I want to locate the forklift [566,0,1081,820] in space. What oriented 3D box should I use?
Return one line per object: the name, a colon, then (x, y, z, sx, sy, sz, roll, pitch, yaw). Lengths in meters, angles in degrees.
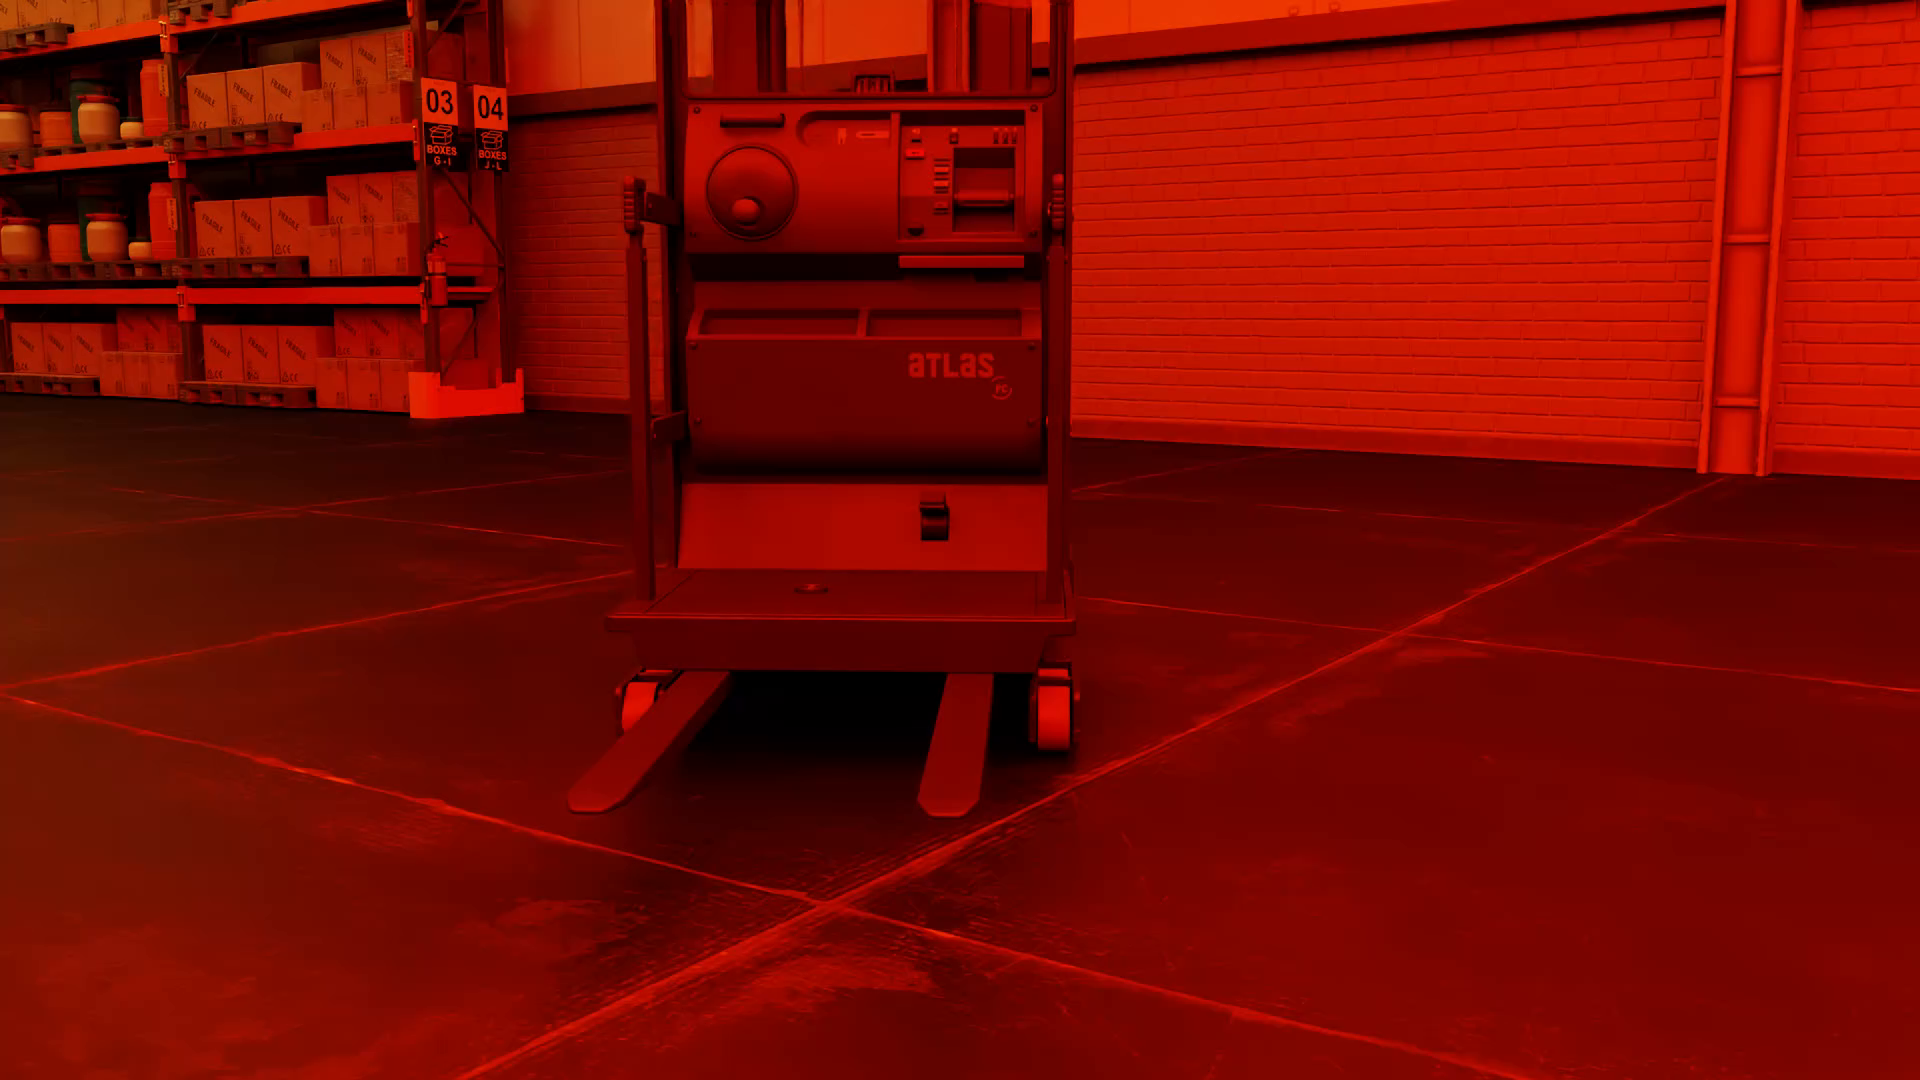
forklift: (-0.257, -0.985, 4.116, 1.130, 2.935, 3.031, 0, 8, 3)
